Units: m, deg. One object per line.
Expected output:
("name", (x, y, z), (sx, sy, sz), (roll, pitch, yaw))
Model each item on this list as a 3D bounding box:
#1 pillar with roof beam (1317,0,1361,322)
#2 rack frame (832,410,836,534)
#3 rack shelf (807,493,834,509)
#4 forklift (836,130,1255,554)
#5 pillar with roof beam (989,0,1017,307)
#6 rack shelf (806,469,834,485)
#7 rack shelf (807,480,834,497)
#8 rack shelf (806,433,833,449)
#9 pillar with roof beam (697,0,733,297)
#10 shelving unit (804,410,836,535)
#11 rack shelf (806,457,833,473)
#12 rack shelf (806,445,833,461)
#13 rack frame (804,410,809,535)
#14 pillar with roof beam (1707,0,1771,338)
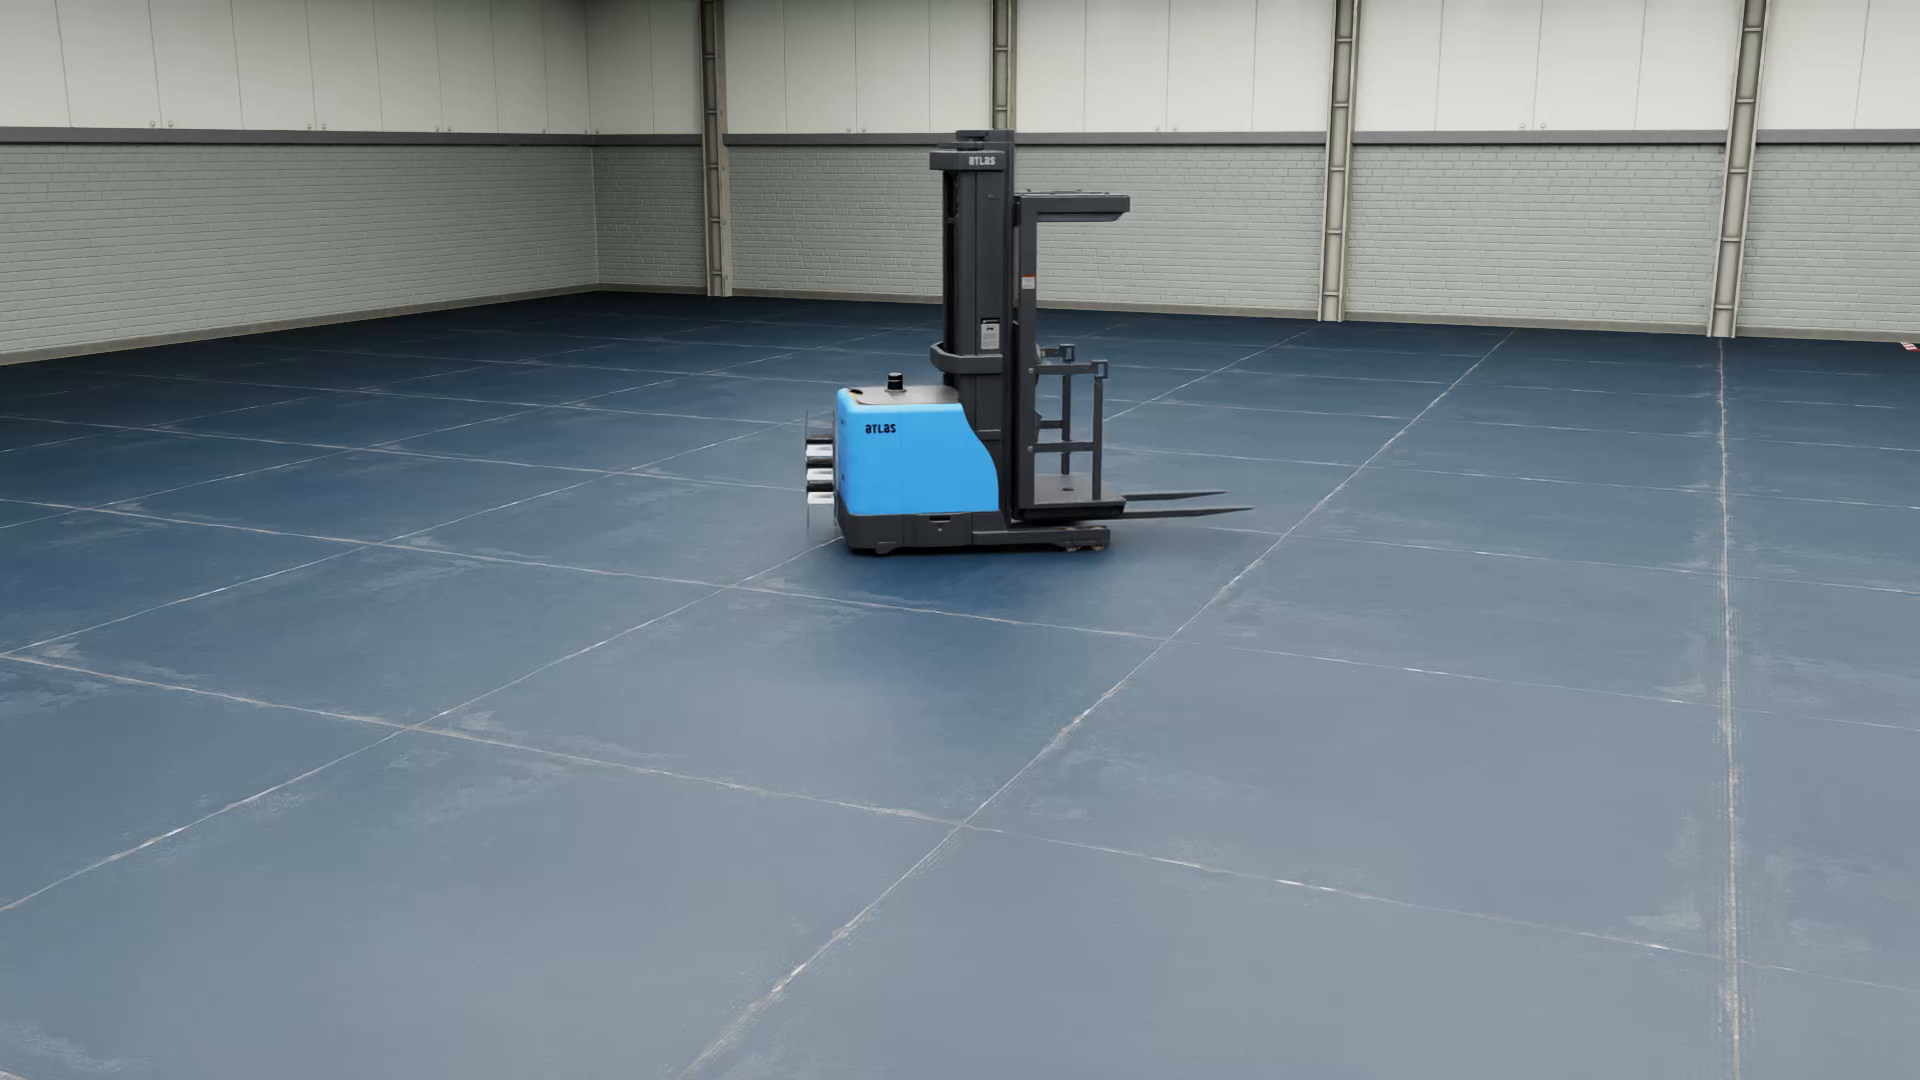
("pillar with roof beam", (4.506, -7.180, 23.154), (0.400, 9.000, 9.100), (6, 14, 23))
("rack frame", (-0.942, -0.508, 12.449), (0.006, 0.900, 0.240), (-1, 13, -3))
("rack shelf", (-1.043, -0.299, 12.493), (0.200, 0.077, 0.258), (-1, 13, -3))
("forklift", (0.634, -1.466, 12.086), (3.031, 2.935, 1.130), (-2, 13, -9))
("pillar with roof beam", (-0.980, -7.735, 25.520), (0.400, 9.000, 9.100), (6, 14, 23))
("rack shelf", (-1.044, -0.474, 12.452), (0.200, 0.077, 0.258), (-1, 13, -3))
("rack shelf", (-1.043, -0.387, 12.473), (0.200, 0.077, 0.258), (-1, 13, -3))
("rack shelf", (-1.044, -0.737, 12.390), (0.200, 0.077, 0.258), (-1, 13, -3))
("pillar with roof beam", (-6.466, -8.290, 27.886), (0.400, 9.000, 9.100), (6, 14, 23))
("shelving unit", (-1.044, -0.507, 12.444), (0.210, 0.900, 0.258), (-1, 13, -3))
("rack shelf", (-1.044, -0.562, 12.431), (0.200, 0.077, 0.258), (-1, 13, -3))
("rack shelf", (-1.044, -0.650, 12.411), (0.200, 0.077, 0.258), (-1, 13, -3))
("rack frame", (-1.145, -0.506, 12.440), (0.006, 0.900, 0.240), (-1, 13, -3))
("pillar with roof beam", (9.992, -6.625, 20.788), (0.400, 9.000, 9.100), (6, 14, 23))
